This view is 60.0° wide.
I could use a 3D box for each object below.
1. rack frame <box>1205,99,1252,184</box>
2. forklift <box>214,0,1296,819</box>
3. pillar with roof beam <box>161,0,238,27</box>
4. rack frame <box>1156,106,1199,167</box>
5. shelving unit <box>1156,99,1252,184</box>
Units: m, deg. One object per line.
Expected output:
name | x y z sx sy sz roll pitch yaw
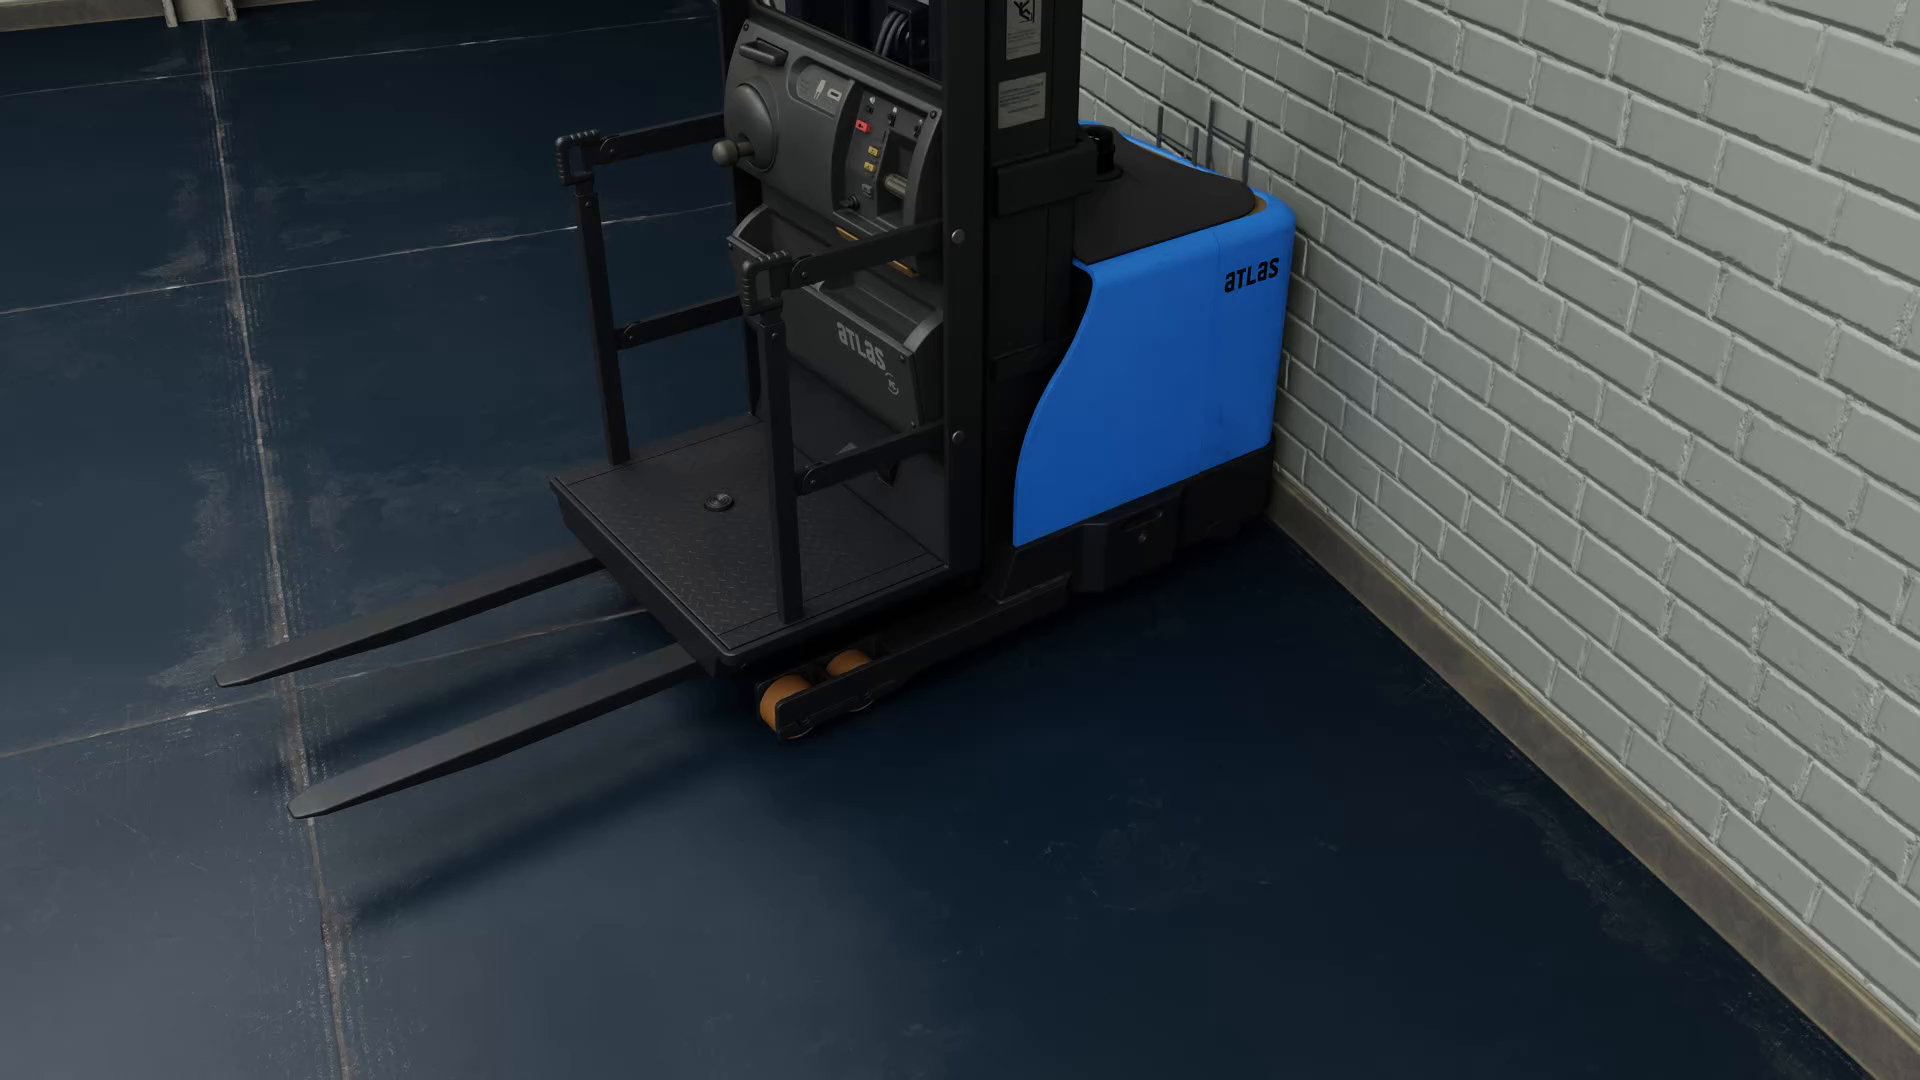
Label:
rack frame | 0.830 -0.811 5.421 0.006 1.200 0.240 -12 34 -19
forklift | -0.510 -1.028 4.142 3.031 2.935 1.130 -21 39 -29
pillar with roof beam | -2.964 -4.804 4.382 0.400 9.000 9.100 -13 35 -19
rack frame | 0.661 -0.774 5.360 0.006 1.200 0.240 -12 34 -19
shelving unit | 0.746 -0.792 5.390 0.189 1.200 0.258 -12 34 -19
